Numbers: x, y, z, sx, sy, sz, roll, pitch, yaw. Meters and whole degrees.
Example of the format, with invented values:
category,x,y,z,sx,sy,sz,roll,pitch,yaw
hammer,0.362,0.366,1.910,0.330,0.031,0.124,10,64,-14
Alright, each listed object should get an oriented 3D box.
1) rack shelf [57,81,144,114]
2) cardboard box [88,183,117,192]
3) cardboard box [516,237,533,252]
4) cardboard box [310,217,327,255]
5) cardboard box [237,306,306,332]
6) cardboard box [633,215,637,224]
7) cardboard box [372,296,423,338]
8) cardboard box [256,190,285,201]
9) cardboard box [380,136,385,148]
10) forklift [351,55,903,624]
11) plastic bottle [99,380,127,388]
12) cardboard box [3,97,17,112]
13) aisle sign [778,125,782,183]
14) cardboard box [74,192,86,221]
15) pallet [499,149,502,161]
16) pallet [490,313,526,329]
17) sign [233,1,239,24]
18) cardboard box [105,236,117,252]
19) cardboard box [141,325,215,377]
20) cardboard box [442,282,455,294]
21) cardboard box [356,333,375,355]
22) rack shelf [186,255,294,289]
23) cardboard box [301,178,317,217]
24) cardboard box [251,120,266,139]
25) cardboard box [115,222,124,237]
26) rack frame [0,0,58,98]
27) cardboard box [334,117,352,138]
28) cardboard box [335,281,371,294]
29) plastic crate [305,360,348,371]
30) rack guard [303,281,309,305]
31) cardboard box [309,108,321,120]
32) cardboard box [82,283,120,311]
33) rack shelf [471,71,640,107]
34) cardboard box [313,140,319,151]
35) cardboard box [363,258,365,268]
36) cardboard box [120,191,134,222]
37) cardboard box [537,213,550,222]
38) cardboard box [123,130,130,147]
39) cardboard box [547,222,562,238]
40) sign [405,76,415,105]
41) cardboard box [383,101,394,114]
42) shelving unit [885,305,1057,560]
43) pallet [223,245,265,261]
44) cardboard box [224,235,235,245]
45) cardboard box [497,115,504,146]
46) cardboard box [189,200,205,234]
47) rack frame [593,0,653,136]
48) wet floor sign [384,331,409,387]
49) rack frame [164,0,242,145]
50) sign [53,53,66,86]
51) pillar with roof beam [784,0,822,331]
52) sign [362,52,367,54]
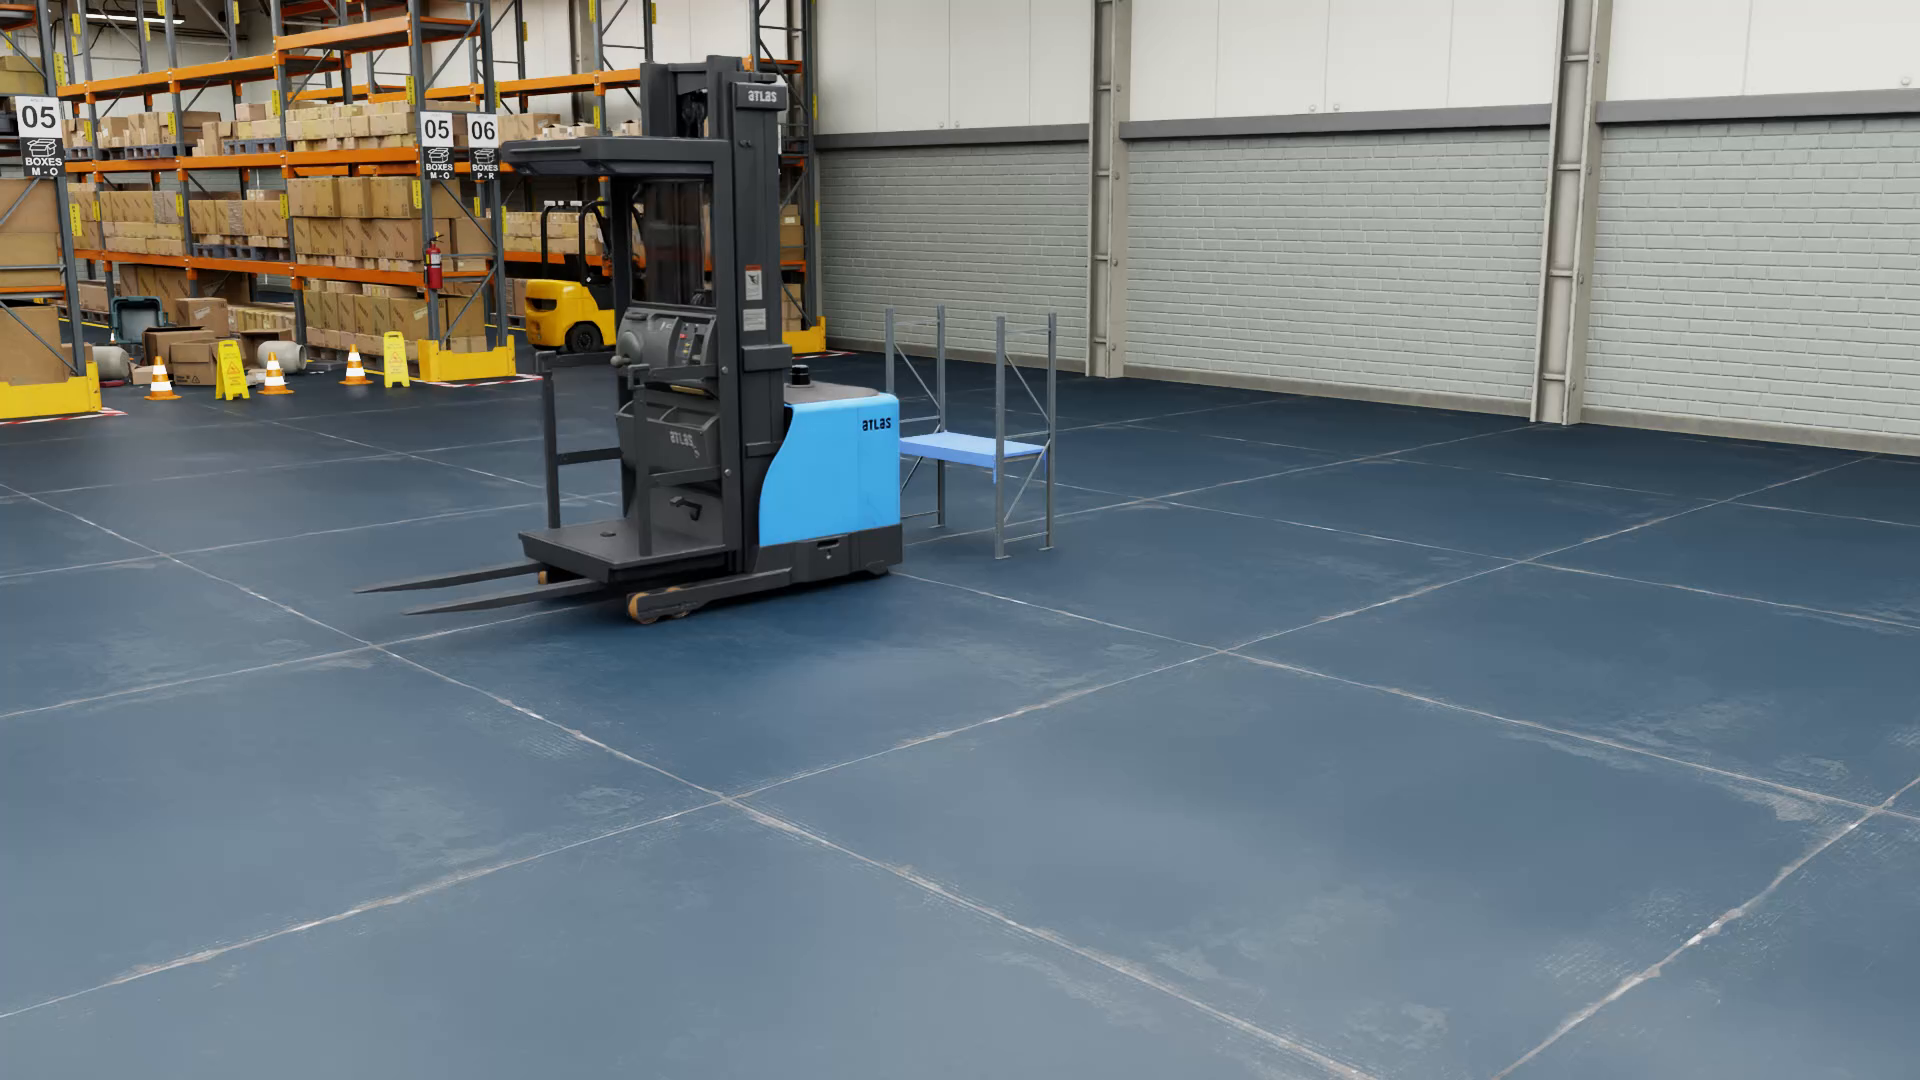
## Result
category,x,y,z,sx,sy,sz,roll,pitch,yaw
rack shelf,-15.747,-7.919,29.823,1.077,0.370,4.000,-11,16,-43
cardboard box,-14.809,-6.094,28.726,0.380,0.149,0.250,-11,16,-44
cardboard box,-7.182,-5.025,28.241,0.500,0.250,0.500,11,16,43
cardboard box,-8.375,-4.091,22.352,0.500,0.500,0.500,-11,16,-43
cardboard box,-10.185,-3.270,24.823,0.950,0.372,0.625,-10,15,-41
cardboard box,-4.844,-4.974,25.765,0.380,0.149,0.250,-11,16,-43
cardboard box,-7.183,-2.869,21.317,0.500,0.500,0.500,-10,15,-40
cardboard box,-9.809,-4.923,23.738,0.250,0.149,0.380,11,16,43
cardboard box,-7.009,-4.967,20.775,0.380,0.149,0.250,-11,16,-42
forklift,-1.780,-1.111,9.043,3.031,2.935,1.130,-10,15,-40
plastic bottle,-10.079,-1.862,19.796,0.133,0.061,0.283,6,13,26
cardboard box,-9.594,-4.477,17.109,0.380,0.149,0.250,-11,16,-42
aisle sign,-2.658,-5.401,23.251,0.394,0.787,0.004,-11,16,-43
cardboard box,-15.236,-5.882,29.301,0.500,0.500,0.500,-11,16,-43
pallet,-7.483,-6.636,28.722,1.213,0.211,1.003,-10,15,-40
pallet,-7.476,-3.855,29.097,1.003,0.211,1.213,-11,16,-43
sign,-11.218,-8.165,25.732,0.100,0.325,0.005,-11,16,-43
cardboard box,-14.253,-5.063,28.424,0.500,0.250,0.500,11,16,44
cardboard box,-9.775,-2.369,20.826,0.797,0.637,0.503,-11,16,-43
cardboard box,-9.165,-4.510,30.520,0.500,0.500,0.500,-10,15,-40
cardboard box,-7.549,-2.578,21.764,0.500,0.250,0.500,11,16,43
rack shelf,-10.222,-4.009,24.721,1.077,0.370,4.000,-11,16,-43
cardboard box,-8.357,-4.582,22.256,0.700,0.500,0.500,-11,16,-42
cardboard box,-9.695,-5.811,23.580,0.500,0.250,0.500,-11,16,-42
cardboard box,-13.885,-5.233,28.011,0.500,0.250,0.500,-11,16,-42
rack frame,-9.589,-5.720,16.374,1.000,3.000,0.127,-11,16,-43
cardboard box,-7.686,-5.287,21.339,0.500,0.250,0.500,-11,16,-42
cardboard box,-8.042,-3.350,22.045,0.380,0.149,0.250,-10,15,-39
plastic crate,-8.350,-2.297,21.860,0.583,0.080,0.402,6,13,26
rack guard,-13.488,-5.278,35.291,1.175,0.500,0.348,-11,16,-43
cardboard box,-8.321,-5.599,21.869,0.380,0.149,0.250,-11,16,-43
cardboard box,-15.340,-4.425,30.266,0.875,0.438,0.875,11,16,43
rack shelf,-6.635,-7.444,27.516,1.077,0.370,4.000,-11,16,-43
cardboard box,-8.412,-5.270,22.244,0.380,0.149,0.250,-11,16,-43
cardboard box,-7.533,-3.614,21.640,0.380,0.149,0.250,-11,16,-43
cardboard box,-13.554,-5.528,27.583,0.500,0.500,0.500,11,16,44
cardboard box,-6.793,-5.358,27.629,0.250,0.149,0.380,11,16,44
cardboard box,-13.357,-6.531,27.037,0.396,0.266,0.258,-9,15,-38
cardboard box,-6.487,-5.119,27.457,0.500,0.250,0.500,-10,16,-41
sign,-6.494,-5.314,19.645,0.100,0.325,0.005,-11,16,-43
cardboard box,-6.866,-5.309,20.458,0.380,0.149,0.250,-11,16,-43
shelving unit,0.059,-0.722,10.700,0.538,1.500,1.048,-11,16,-43
pallet,-10.207,-4.277,24.710,1.003,0.211,1.213,-11,16,-43
cardboard box,-10.789,-4.503,24.918,0.380,0.149,0.250,-10,15,-39
cardboard box,-7.692,-6.979,28.382,0.500,0.500,0.500,-11,16,-42
cardboard box,-11.460,-4.956,25.508,0.500,0.500,0.500,11,16,44
rack frame,-5.254,-7.700,25.987,1.000,3.000,0.127,-11,16,-43
wet floor sign,-6.721,-2.156,19.778,0.267,0.644,0.232,-5,13,-23
rack frame,-11.603,-7.592,25.460,1.000,3.000,0.127,-11,16,-43
sign,-9.184,-4.794,16.951,0.100,0.325,0.005,-11,16,-43
pillar with roof beam,-5.434,-6.744,21.344,9.100,9.000,0.400,-11,16,-43
sign,-11.183,-9.291,31.198,0.100,0.325,0.005,-11,16,-43
